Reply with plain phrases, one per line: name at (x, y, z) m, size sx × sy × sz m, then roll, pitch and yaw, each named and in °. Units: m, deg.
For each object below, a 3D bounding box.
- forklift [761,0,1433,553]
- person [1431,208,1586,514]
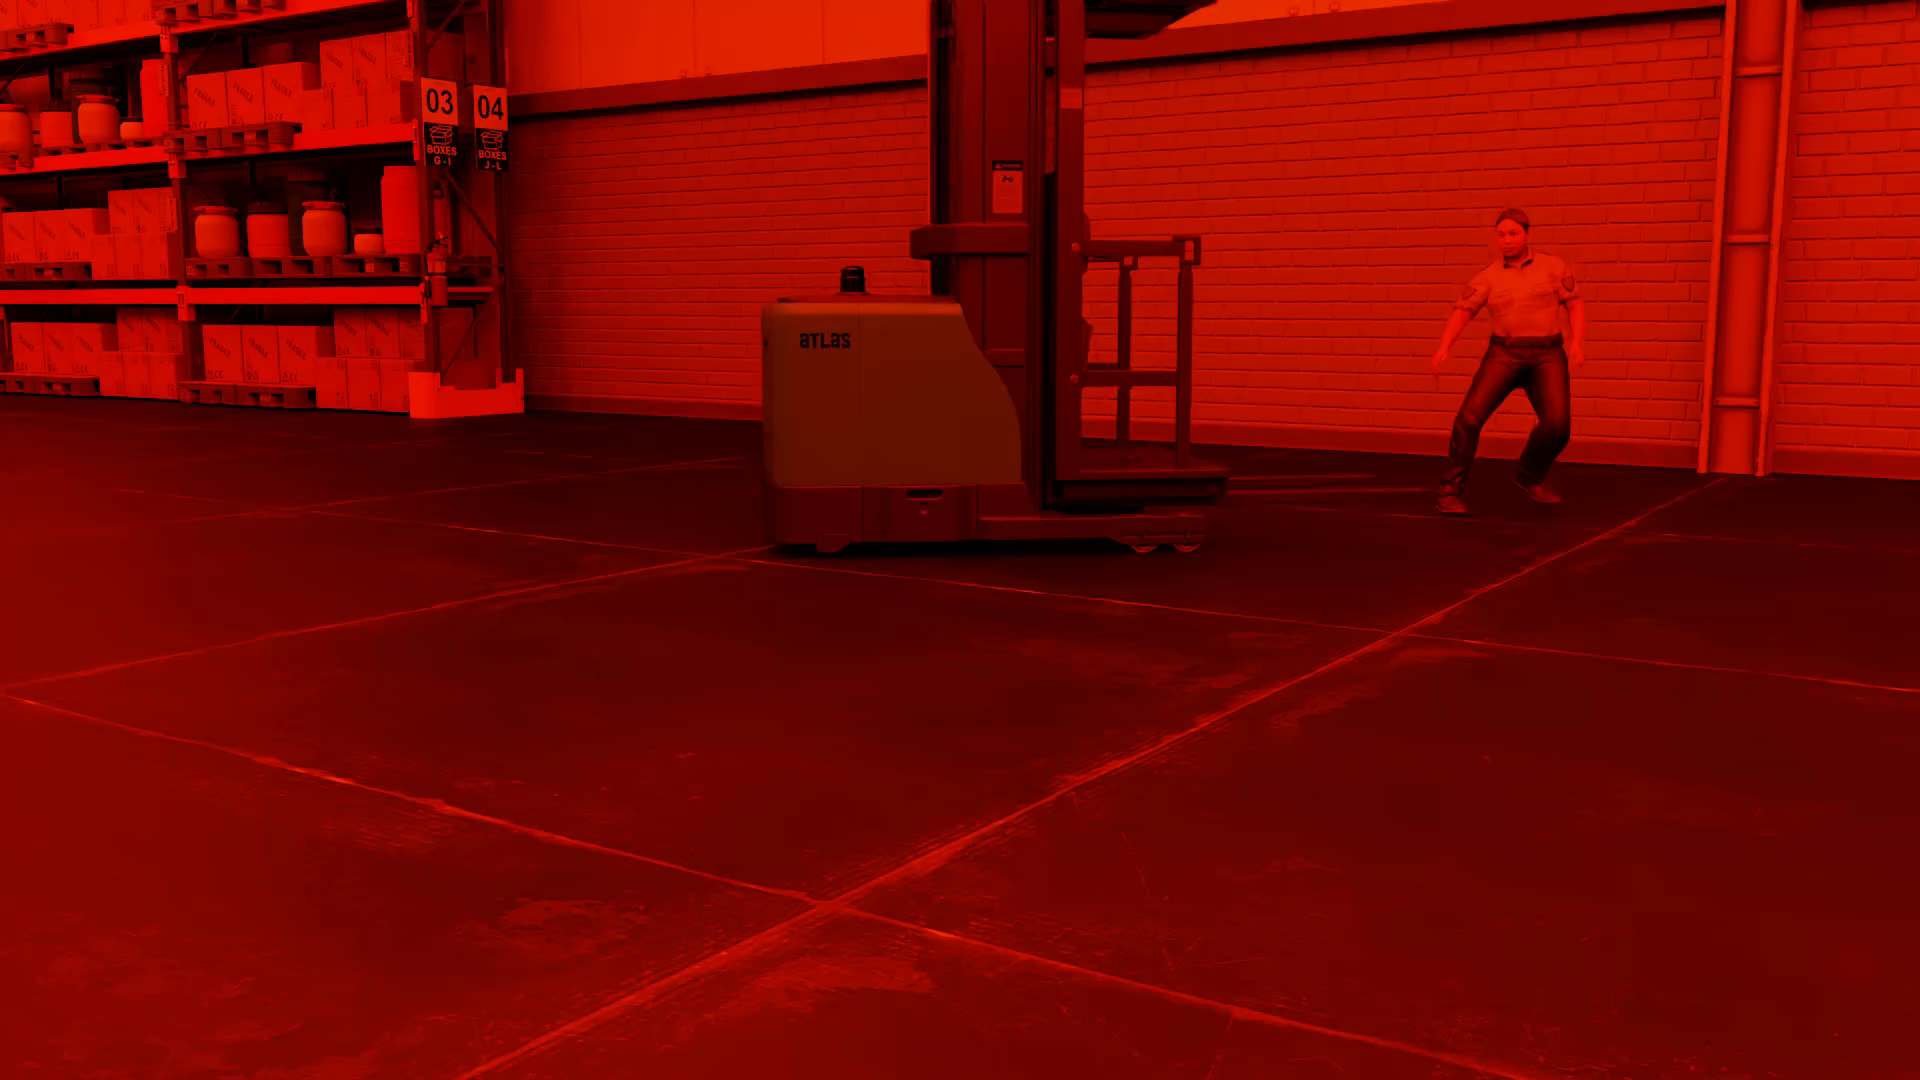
forklift at (0.624, -1.469, 7.521) m, size 3.031 × 2.935 × 1.130 m, roll -1°, pitch 8°, yaw -9°
person at (2.795, -0.911, 8.487) m, size 0.740 × 1.546 × 0.520 m, roll 3°, pitch 9°, yaw 18°
